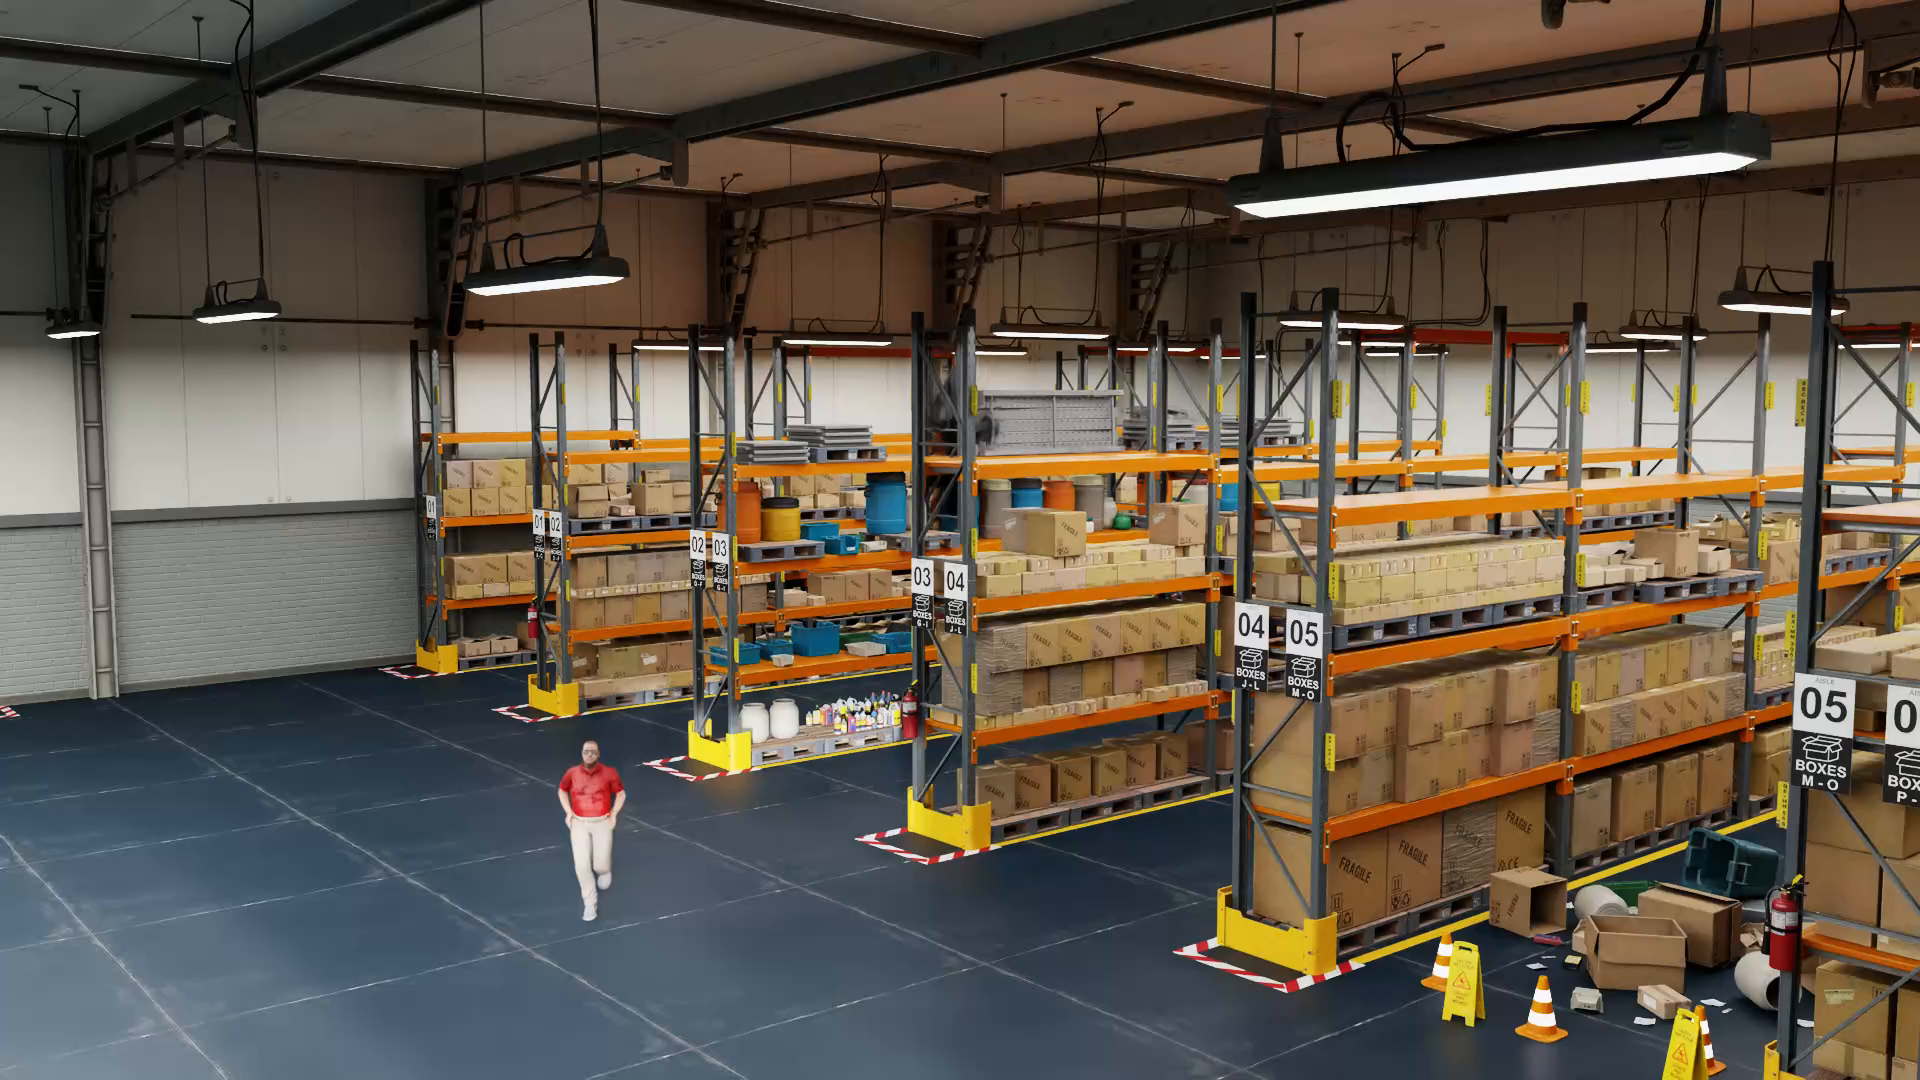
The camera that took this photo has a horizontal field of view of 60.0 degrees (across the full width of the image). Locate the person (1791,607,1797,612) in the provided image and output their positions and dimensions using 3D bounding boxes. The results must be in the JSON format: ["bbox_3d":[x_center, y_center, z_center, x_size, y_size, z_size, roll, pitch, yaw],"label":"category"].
[{"bbox_3d":[12.943,1.924,25.697,0.856,1.820,0.610,-4,7,-37],"label":"person"}]

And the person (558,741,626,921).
[{"bbox_3d":[-3.634,2.823,16.408,0.663,1.701,0.746,-1,5,-7],"label":"person"}]

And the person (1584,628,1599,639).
[{"bbox_3d":[9.184,2.059,24.274,0.601,1.742,0.657,-5,7,-41],"label":"person"}]
